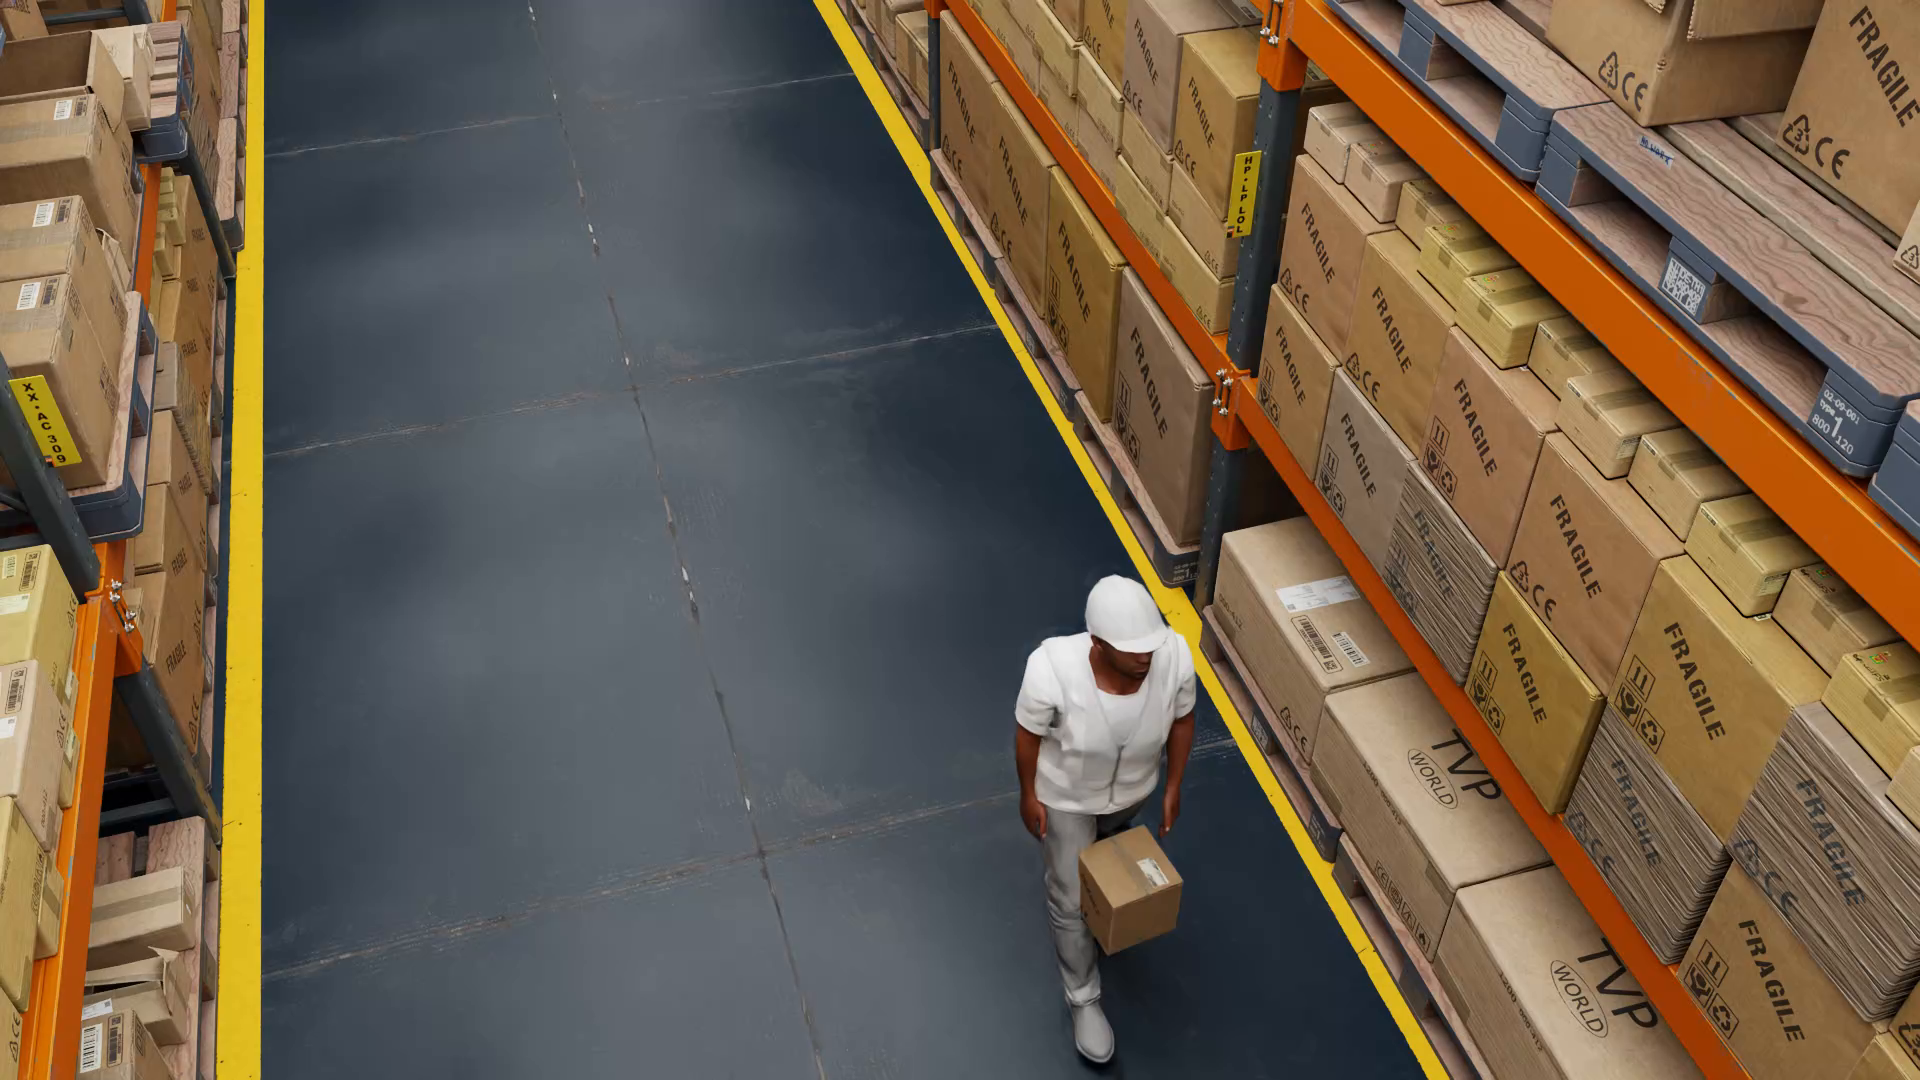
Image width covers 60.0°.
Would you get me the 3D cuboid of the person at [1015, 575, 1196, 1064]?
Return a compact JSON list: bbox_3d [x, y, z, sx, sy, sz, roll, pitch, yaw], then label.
[{"bbox_3d":[0.485,0.814,5.226,0.572,1.740,0.834,-13,44,-14],"label":"person"}]
